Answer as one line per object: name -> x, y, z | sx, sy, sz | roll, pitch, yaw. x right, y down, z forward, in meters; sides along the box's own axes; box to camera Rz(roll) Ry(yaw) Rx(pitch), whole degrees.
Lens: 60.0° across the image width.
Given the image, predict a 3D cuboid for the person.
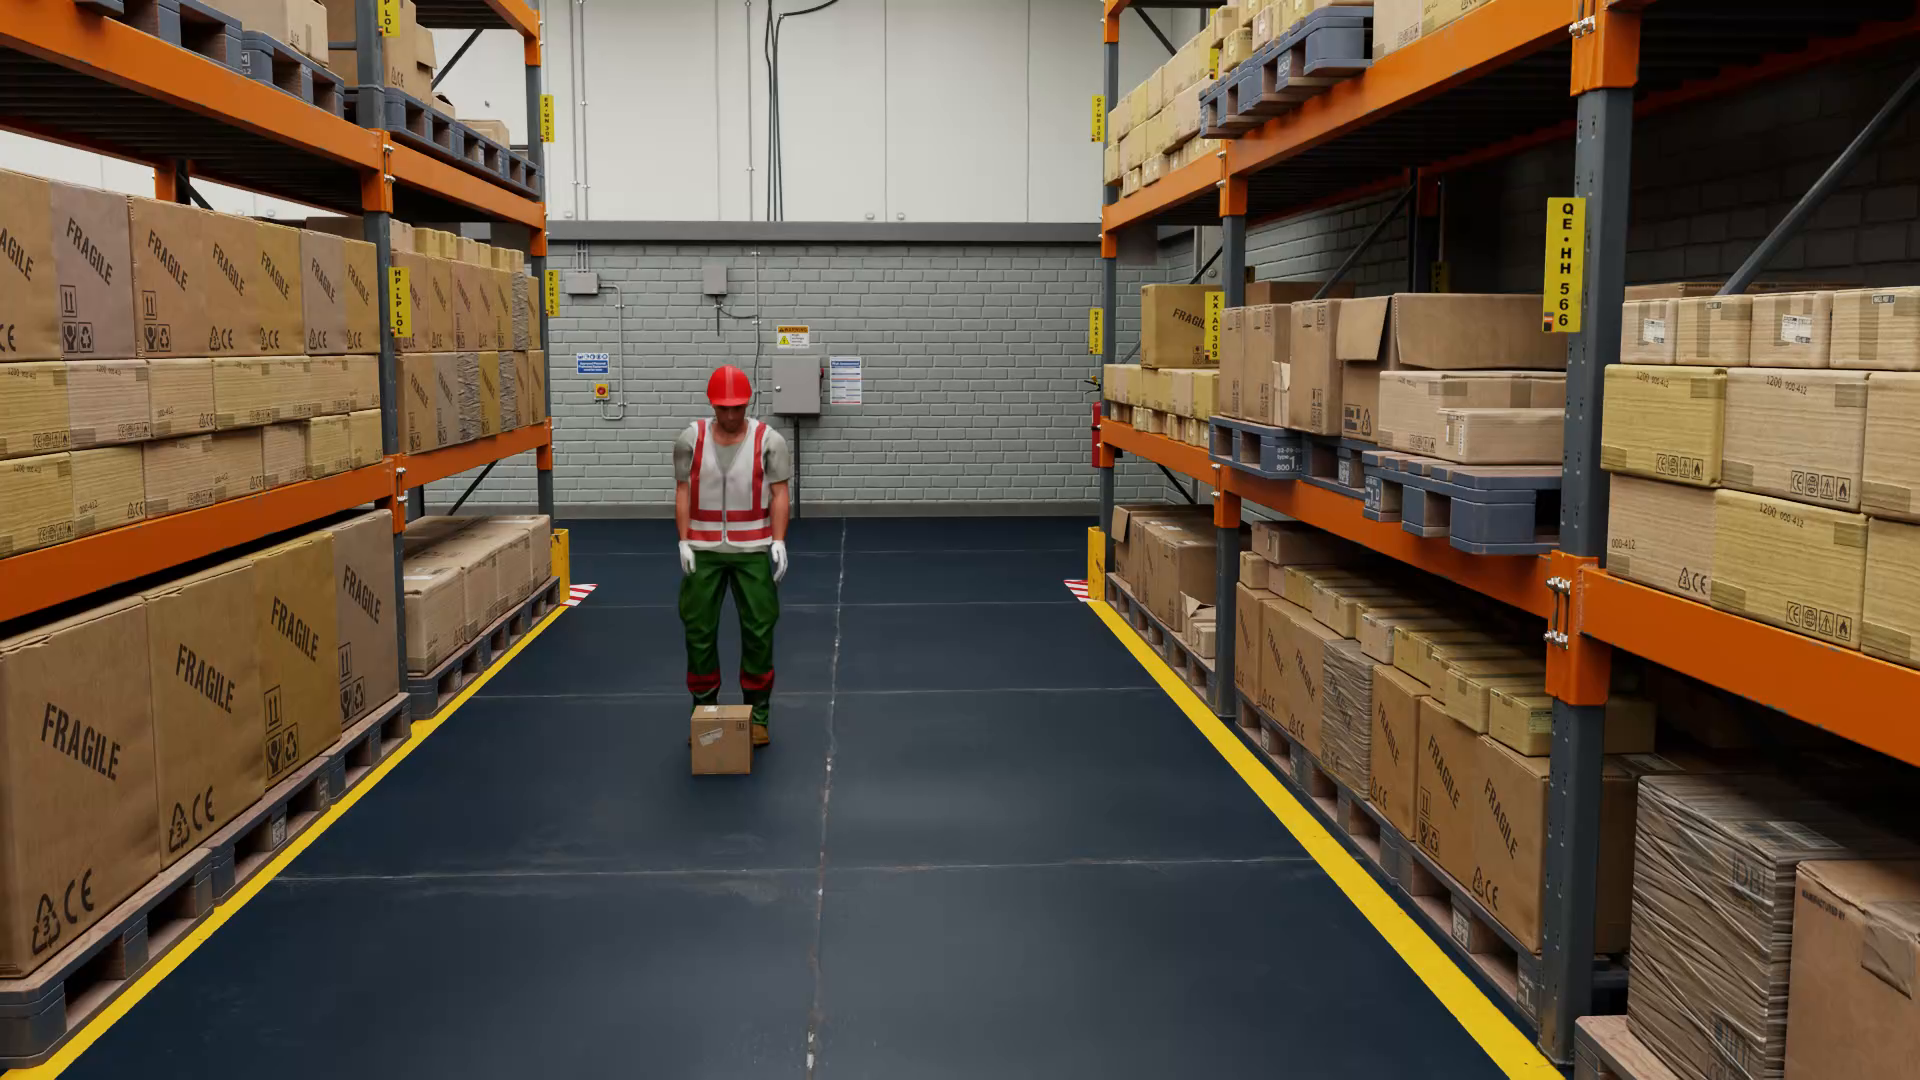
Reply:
person -> -1.049, 0.072, 7.670 | 0.534, 1.757, 0.414 | 0, 7, -2
